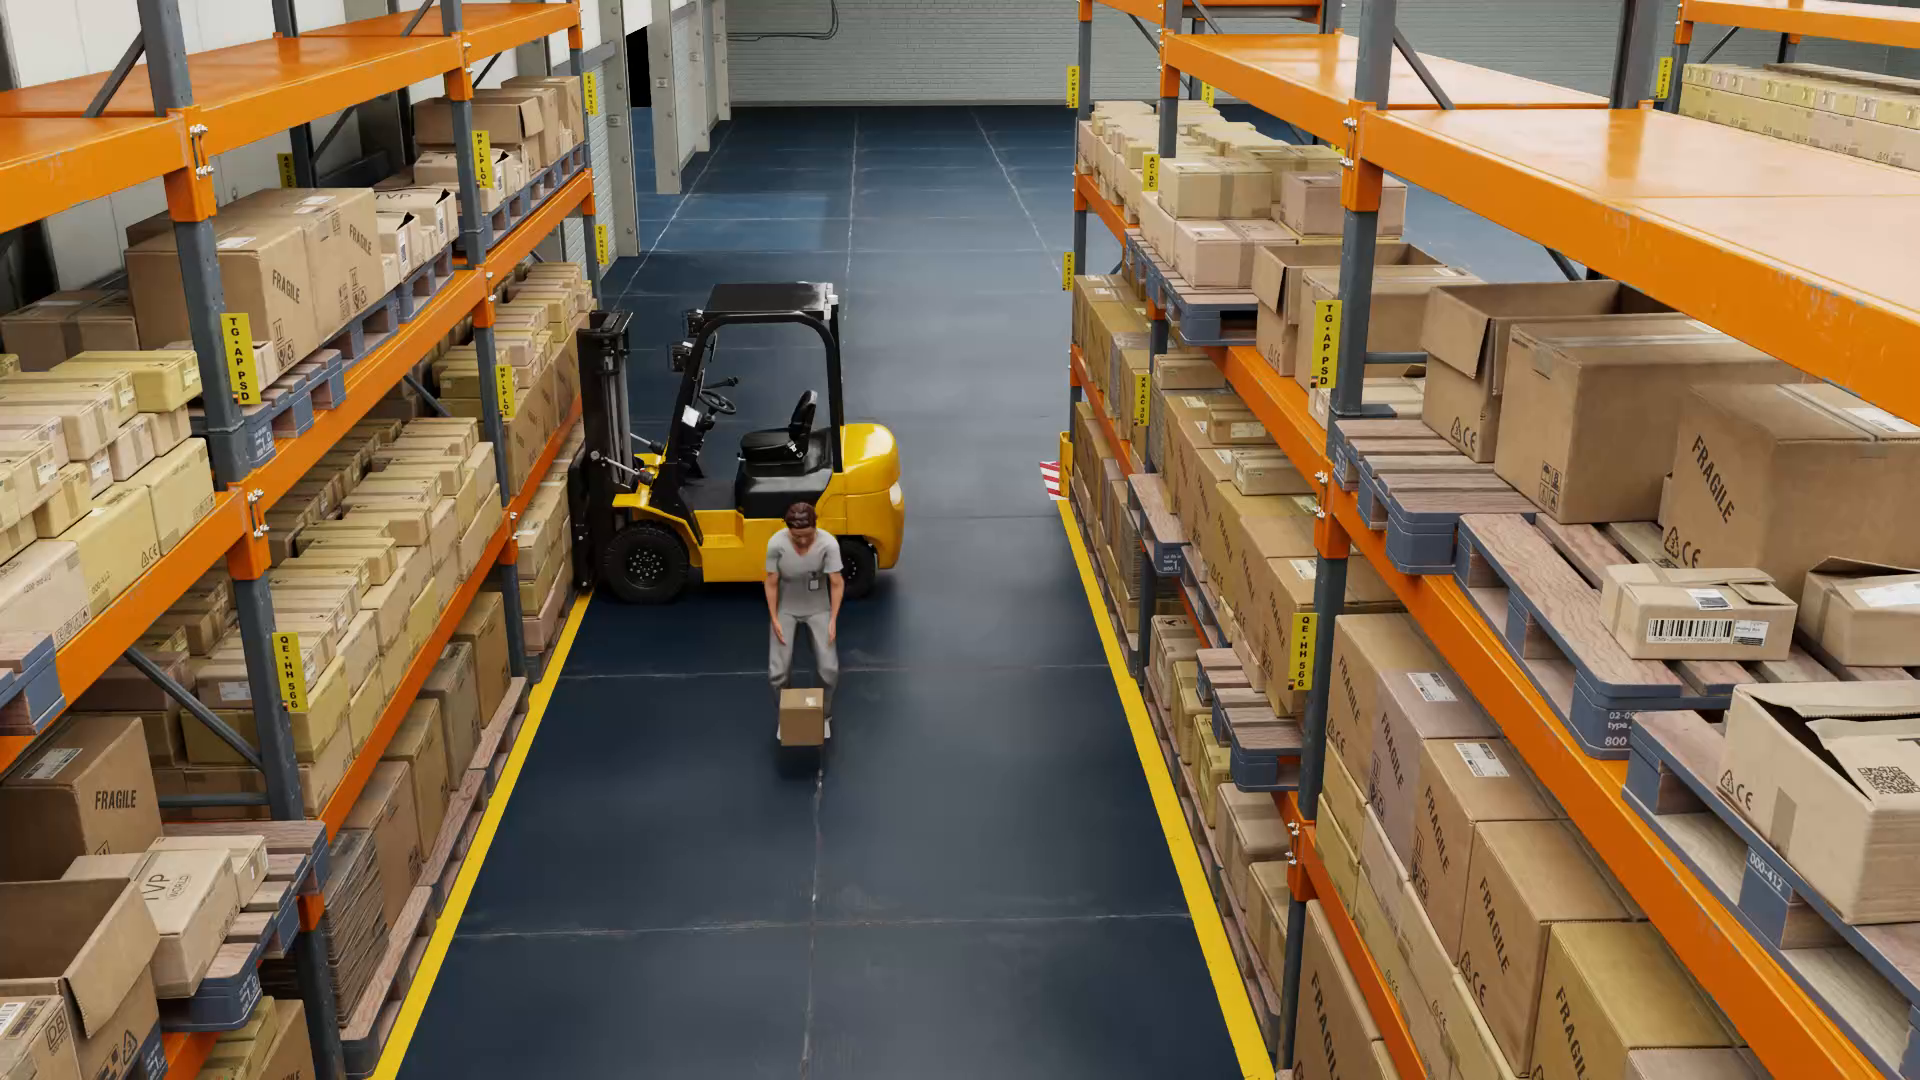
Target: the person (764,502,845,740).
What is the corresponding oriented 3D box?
[{"bbox_3d":[-0.929,0.465,10.019,0.478,1.556,0.489,-1,20,-2],"label":"person"}]
